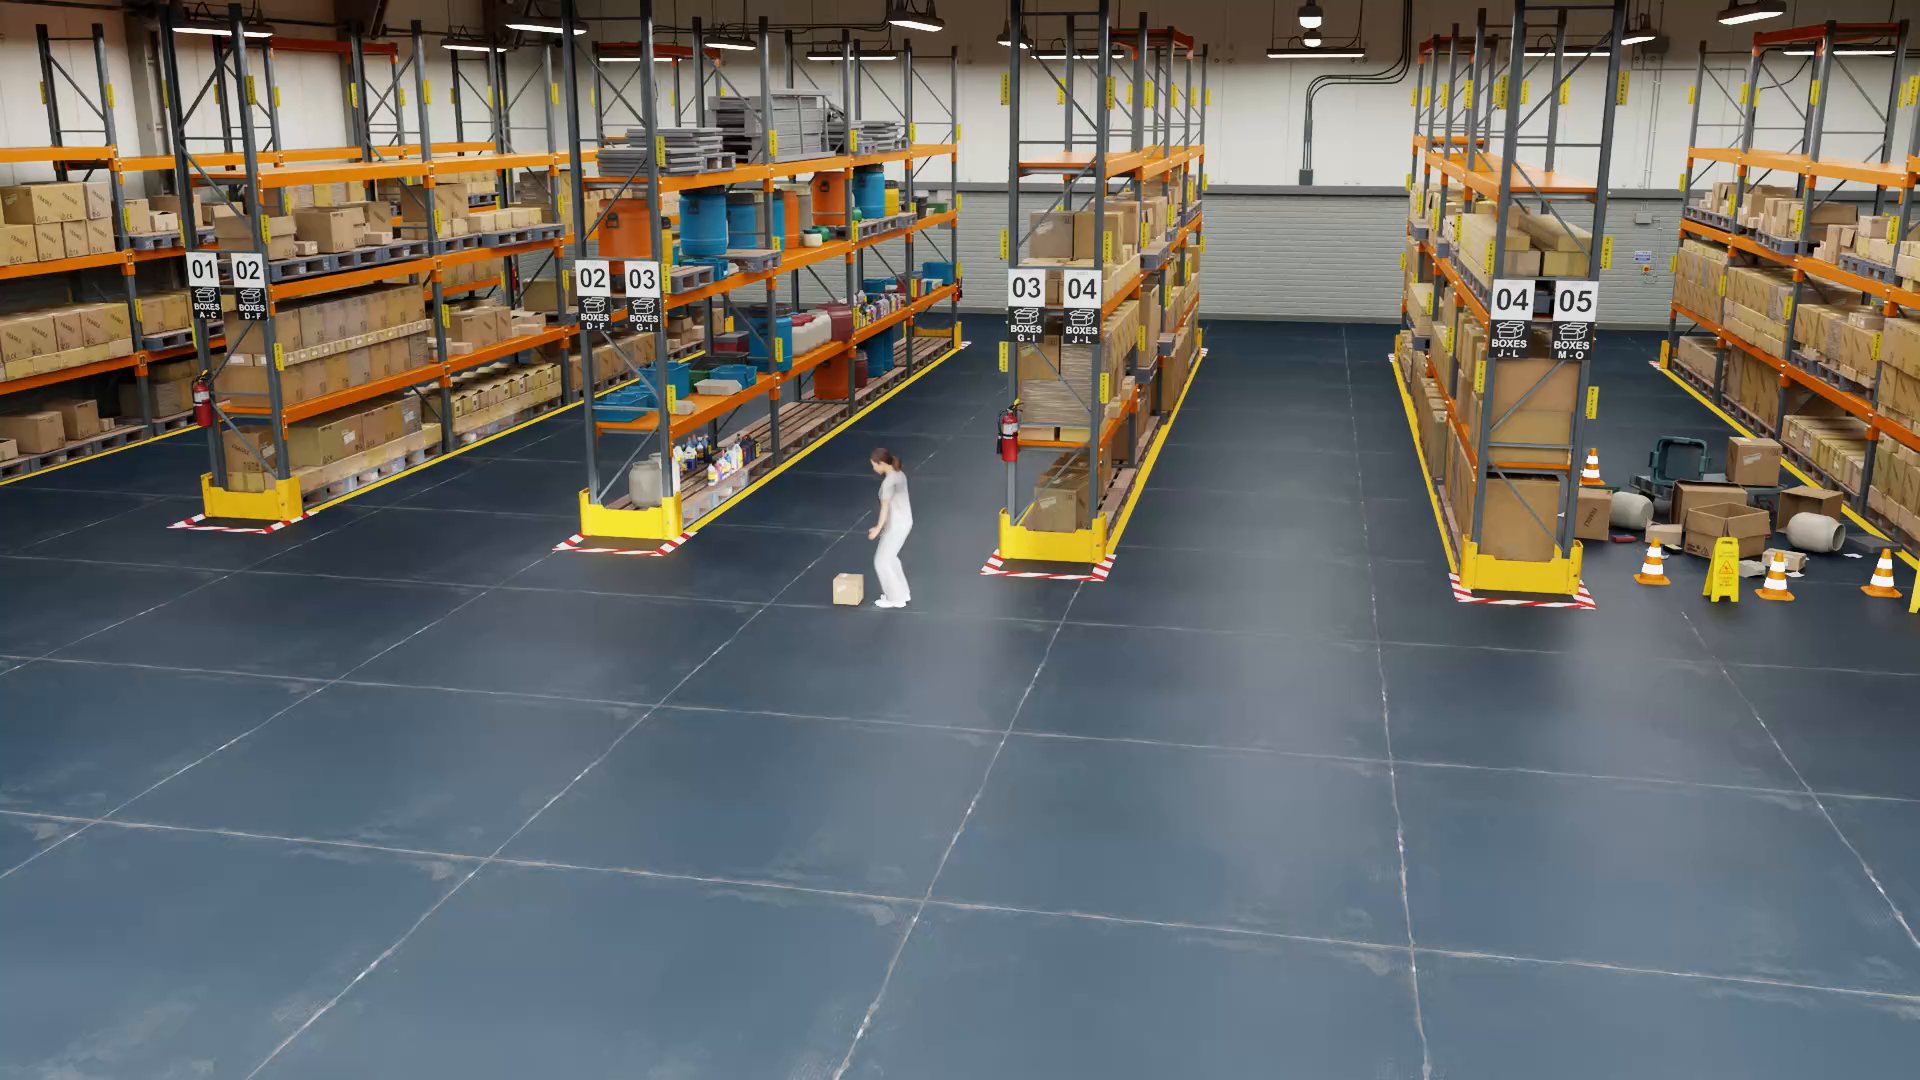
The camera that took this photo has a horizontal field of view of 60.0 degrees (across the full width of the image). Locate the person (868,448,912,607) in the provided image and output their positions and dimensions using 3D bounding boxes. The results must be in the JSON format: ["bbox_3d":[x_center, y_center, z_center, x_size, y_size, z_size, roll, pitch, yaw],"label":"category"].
[{"bbox_3d":[-0.695,-0.128,16.639,0.406,1.616,0.464,3,15,12],"label":"person"}]
